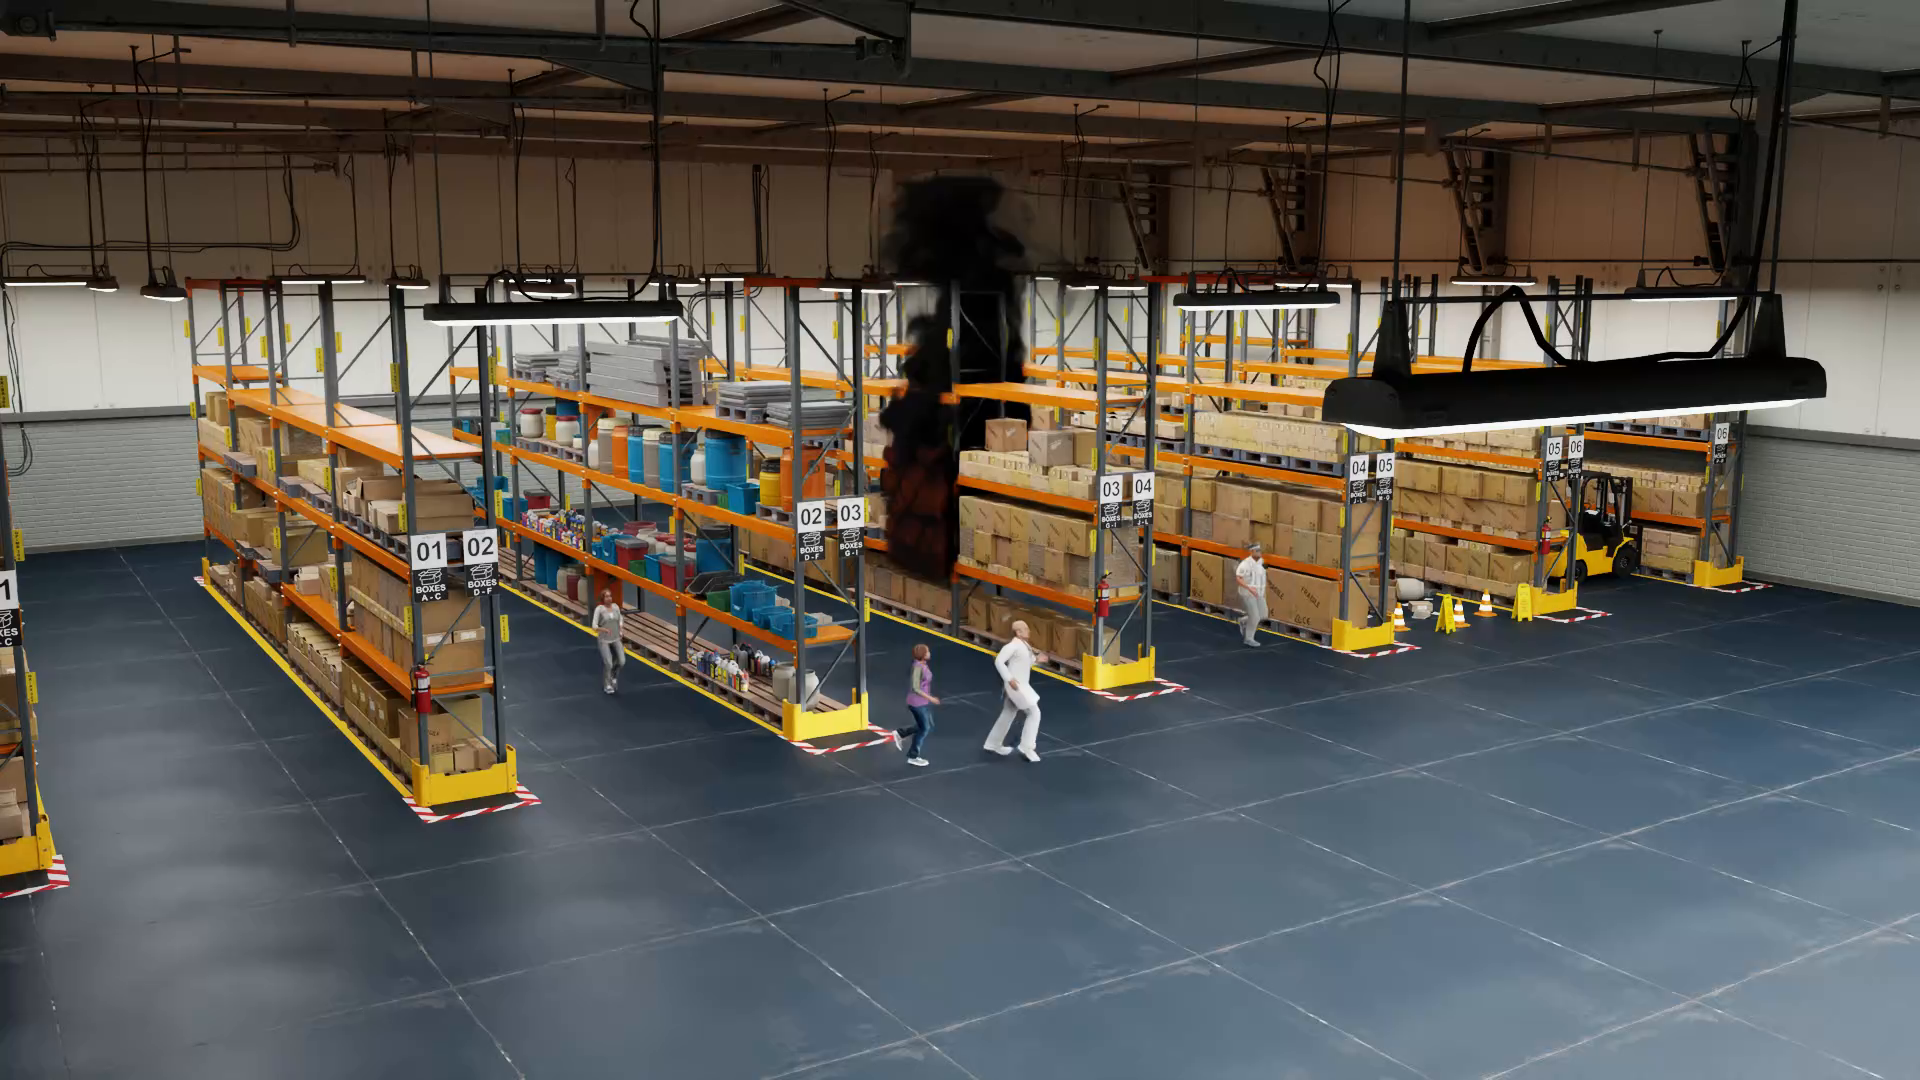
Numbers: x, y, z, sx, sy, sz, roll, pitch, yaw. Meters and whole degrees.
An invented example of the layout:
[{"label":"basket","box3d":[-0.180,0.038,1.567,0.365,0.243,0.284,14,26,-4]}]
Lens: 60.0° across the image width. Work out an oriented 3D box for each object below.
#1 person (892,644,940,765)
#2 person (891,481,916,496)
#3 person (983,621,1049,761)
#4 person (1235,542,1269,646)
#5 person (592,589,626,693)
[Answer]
[{"label":"person","box3d":[-0.551,2.073,21.078,0.614,1.568,0.568,1,10,5]},{"label":"person","box3d":[-1.492,-1.625,42.401,0.782,1.744,0.660,-5,11,-29]},{"label":"person","box3d":[0.719,1.932,21.282,0.847,1.853,0.665,0,10,-1]},{"label":"person","box3d":[4.777,0.873,27.296,0.681,1.727,0.601,-8,12,-40]},{"label":"person","box3d":[-5.109,1.494,24.378,0.524,1.558,0.537,-6,11,-33]}]
